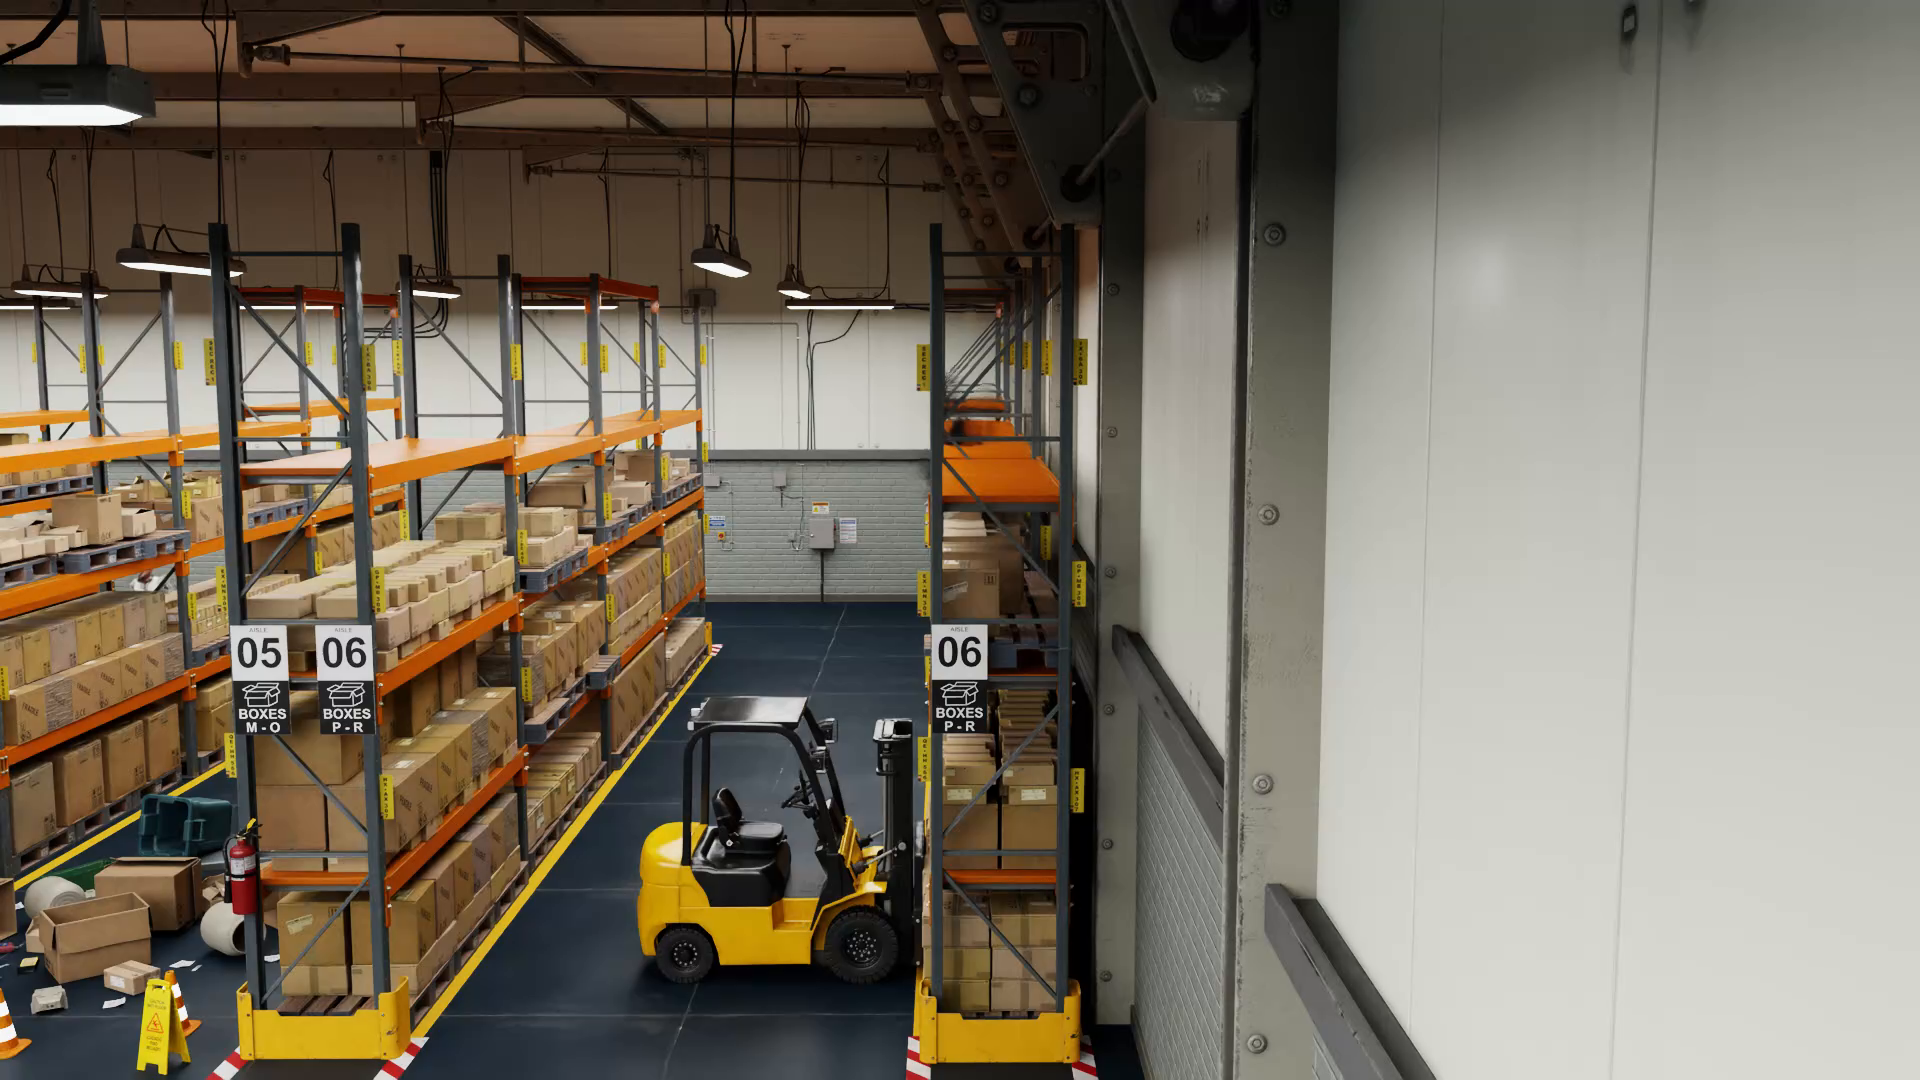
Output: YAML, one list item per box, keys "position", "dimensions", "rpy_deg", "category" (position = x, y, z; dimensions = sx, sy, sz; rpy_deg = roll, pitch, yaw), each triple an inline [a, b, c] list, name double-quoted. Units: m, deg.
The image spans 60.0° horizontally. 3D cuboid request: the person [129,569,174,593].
- position: [-12.929, 1.186, 26.566]
  dimensions: [0.635, 1.781, 0.968]
  rpy_deg: [0, 7, -2]
  category: "person"
